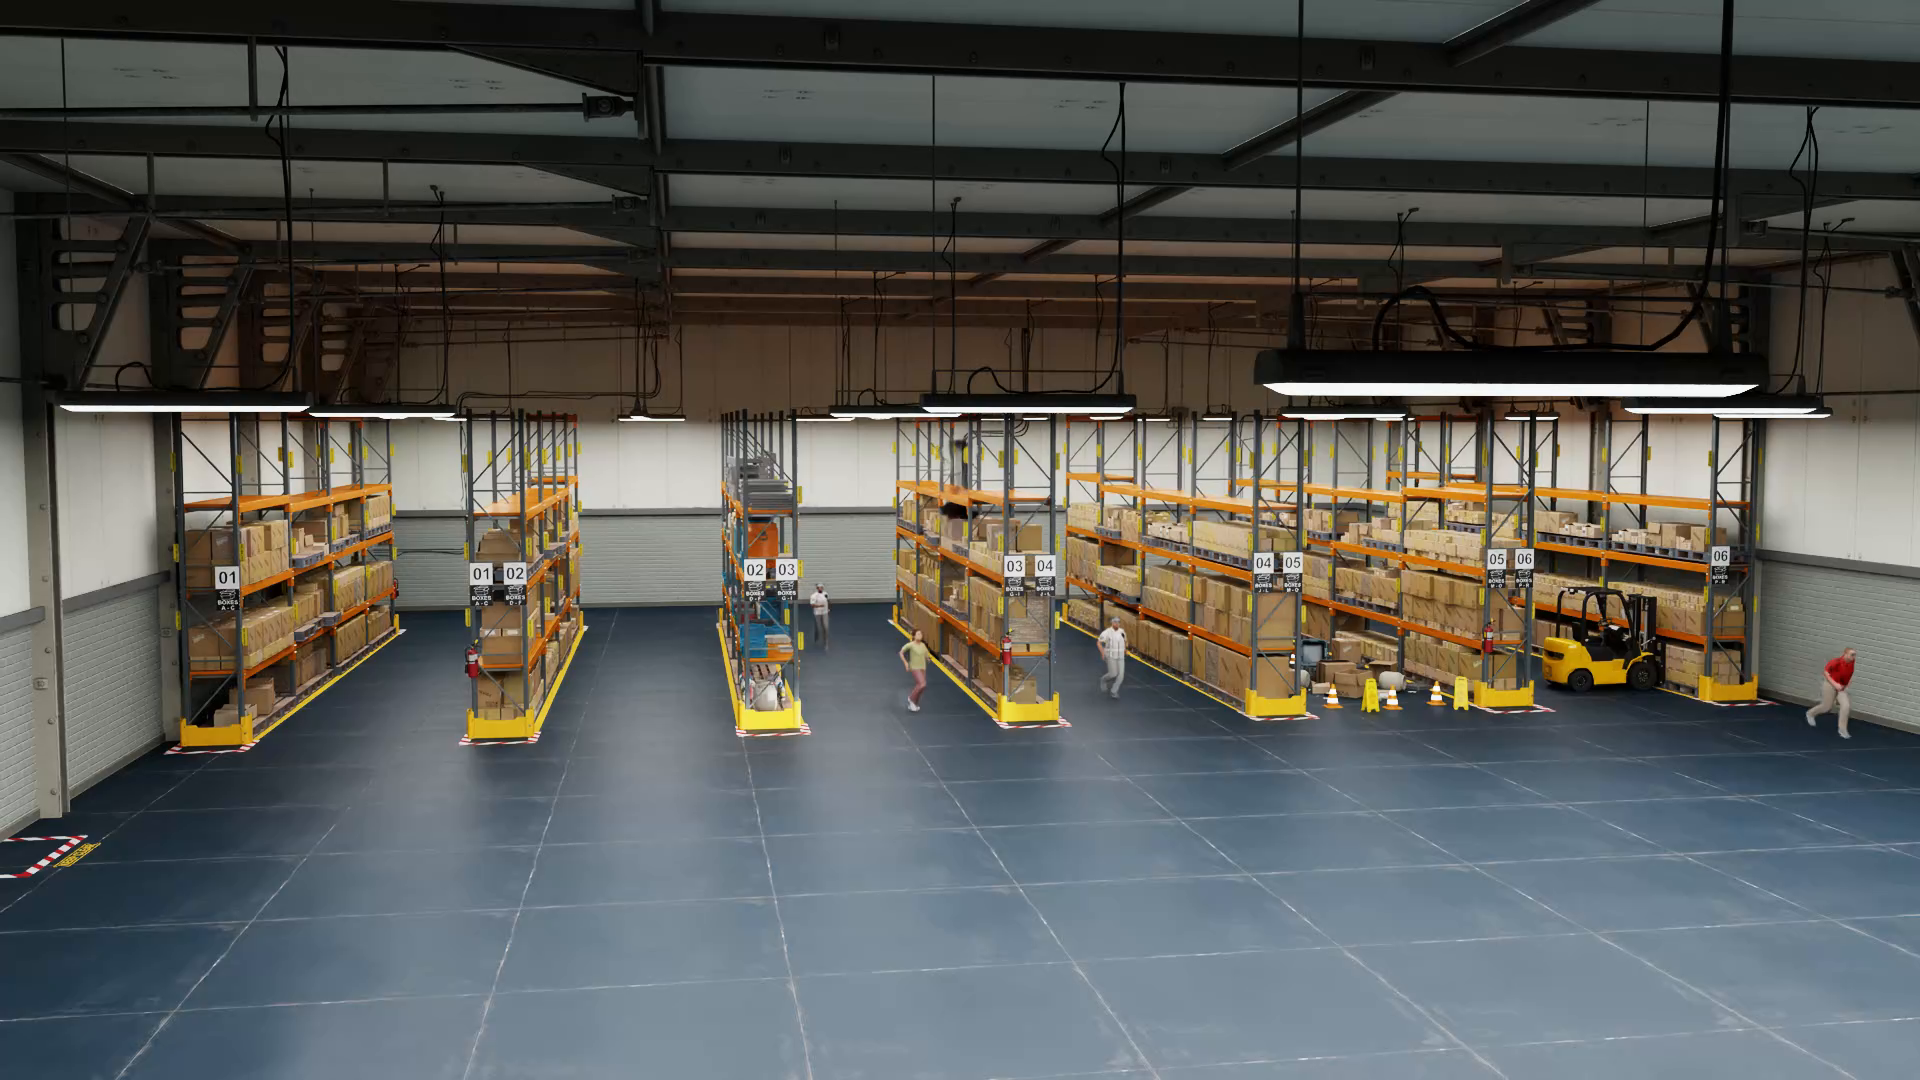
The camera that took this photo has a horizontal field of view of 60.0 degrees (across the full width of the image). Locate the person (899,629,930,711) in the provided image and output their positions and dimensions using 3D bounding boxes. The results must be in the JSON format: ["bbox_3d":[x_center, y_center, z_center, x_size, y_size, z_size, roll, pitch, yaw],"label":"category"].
[{"bbox_3d":[-0.834,2.580,33.047,0.558,1.634,0.620,-4,5,-43],"label":"person"}]

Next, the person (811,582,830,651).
[{"bbox_3d":[-3.561,1.924,42.343,0.553,1.756,0.778,-1,4,-19],"label":"person"}]

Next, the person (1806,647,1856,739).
[{"bbox_3d":[16.108,2.779,30.736,0.693,1.692,1.007,-2,4,-23],"label":"person"}]

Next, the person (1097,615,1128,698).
[{"bbox_3d":[3.246,2.434,34.855,0.677,1.737,0.604,-2,4,-22],"label":"person"}]
